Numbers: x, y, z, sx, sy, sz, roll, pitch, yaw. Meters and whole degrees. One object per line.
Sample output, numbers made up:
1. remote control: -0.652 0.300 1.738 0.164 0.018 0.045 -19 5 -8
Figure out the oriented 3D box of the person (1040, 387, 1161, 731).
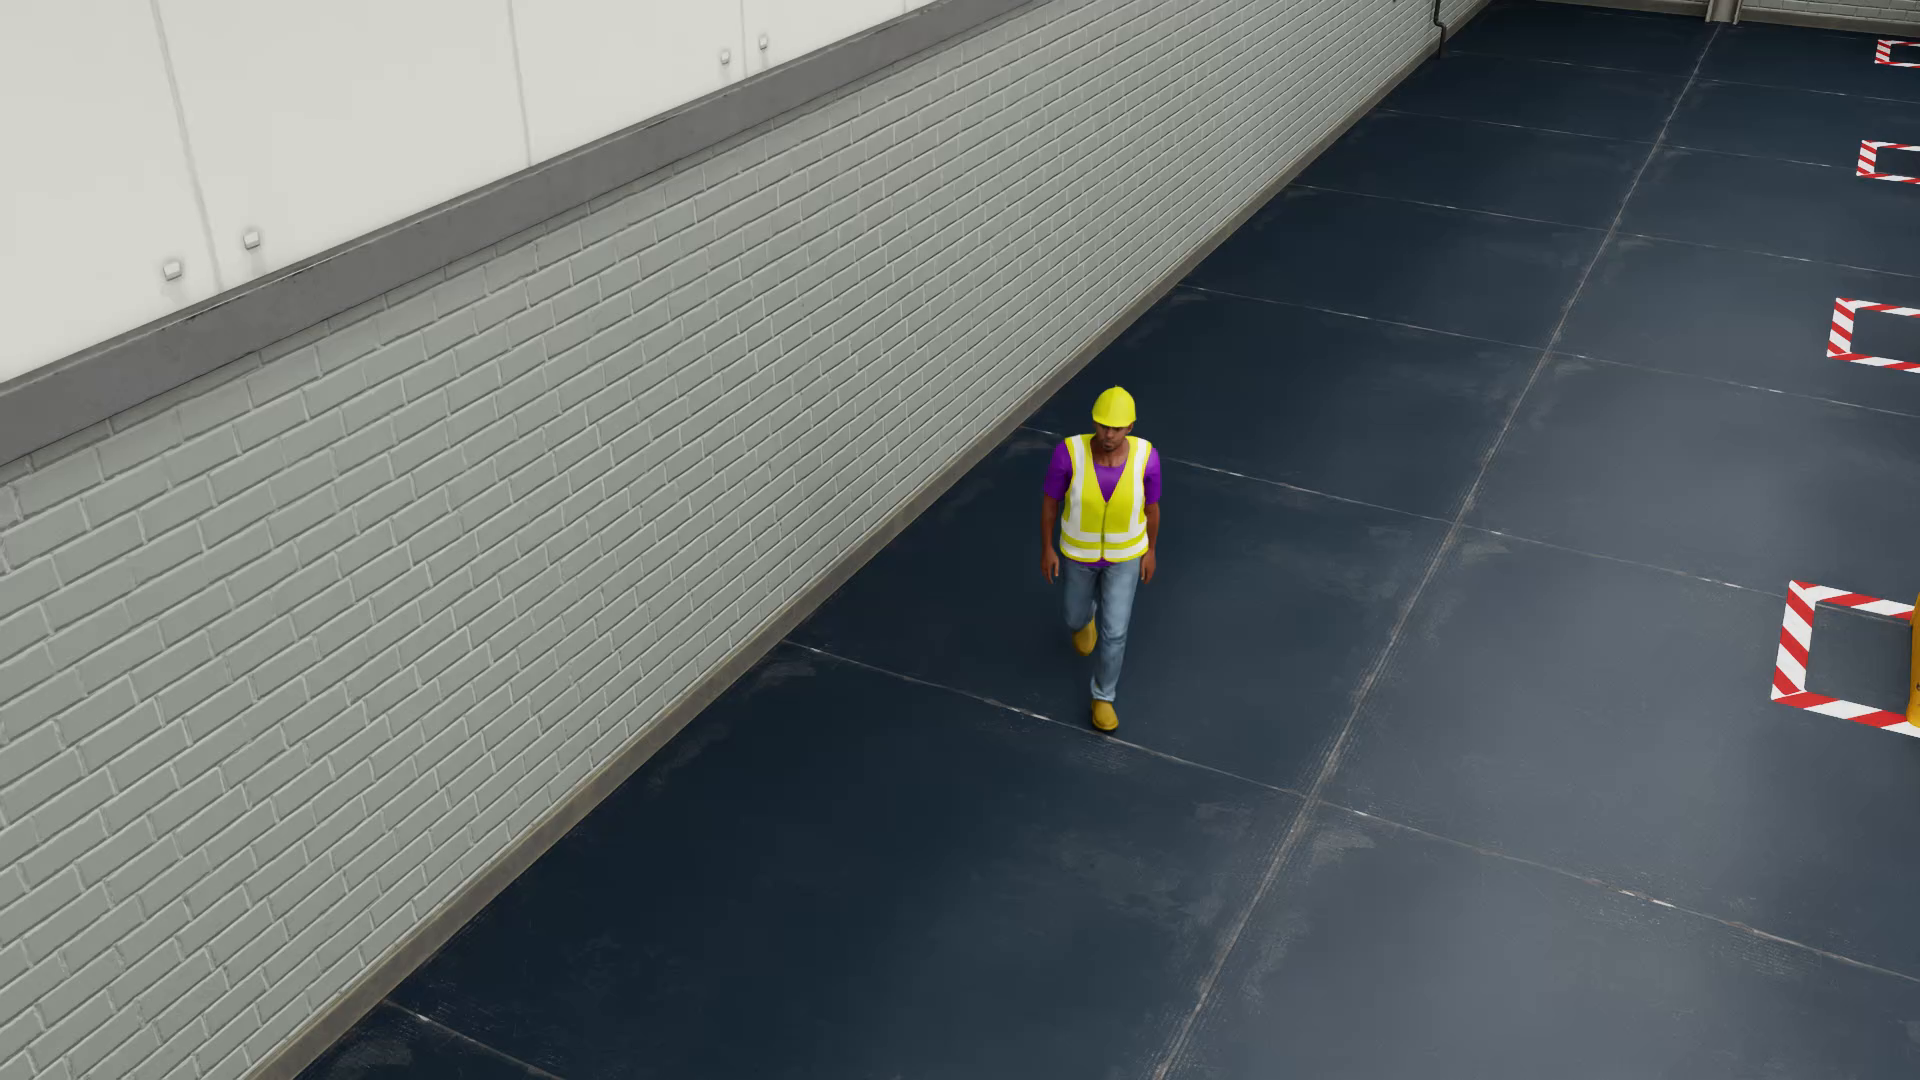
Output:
1. person: 0.687 0.017 8.224 0.583 1.744 0.850 3 30 5
